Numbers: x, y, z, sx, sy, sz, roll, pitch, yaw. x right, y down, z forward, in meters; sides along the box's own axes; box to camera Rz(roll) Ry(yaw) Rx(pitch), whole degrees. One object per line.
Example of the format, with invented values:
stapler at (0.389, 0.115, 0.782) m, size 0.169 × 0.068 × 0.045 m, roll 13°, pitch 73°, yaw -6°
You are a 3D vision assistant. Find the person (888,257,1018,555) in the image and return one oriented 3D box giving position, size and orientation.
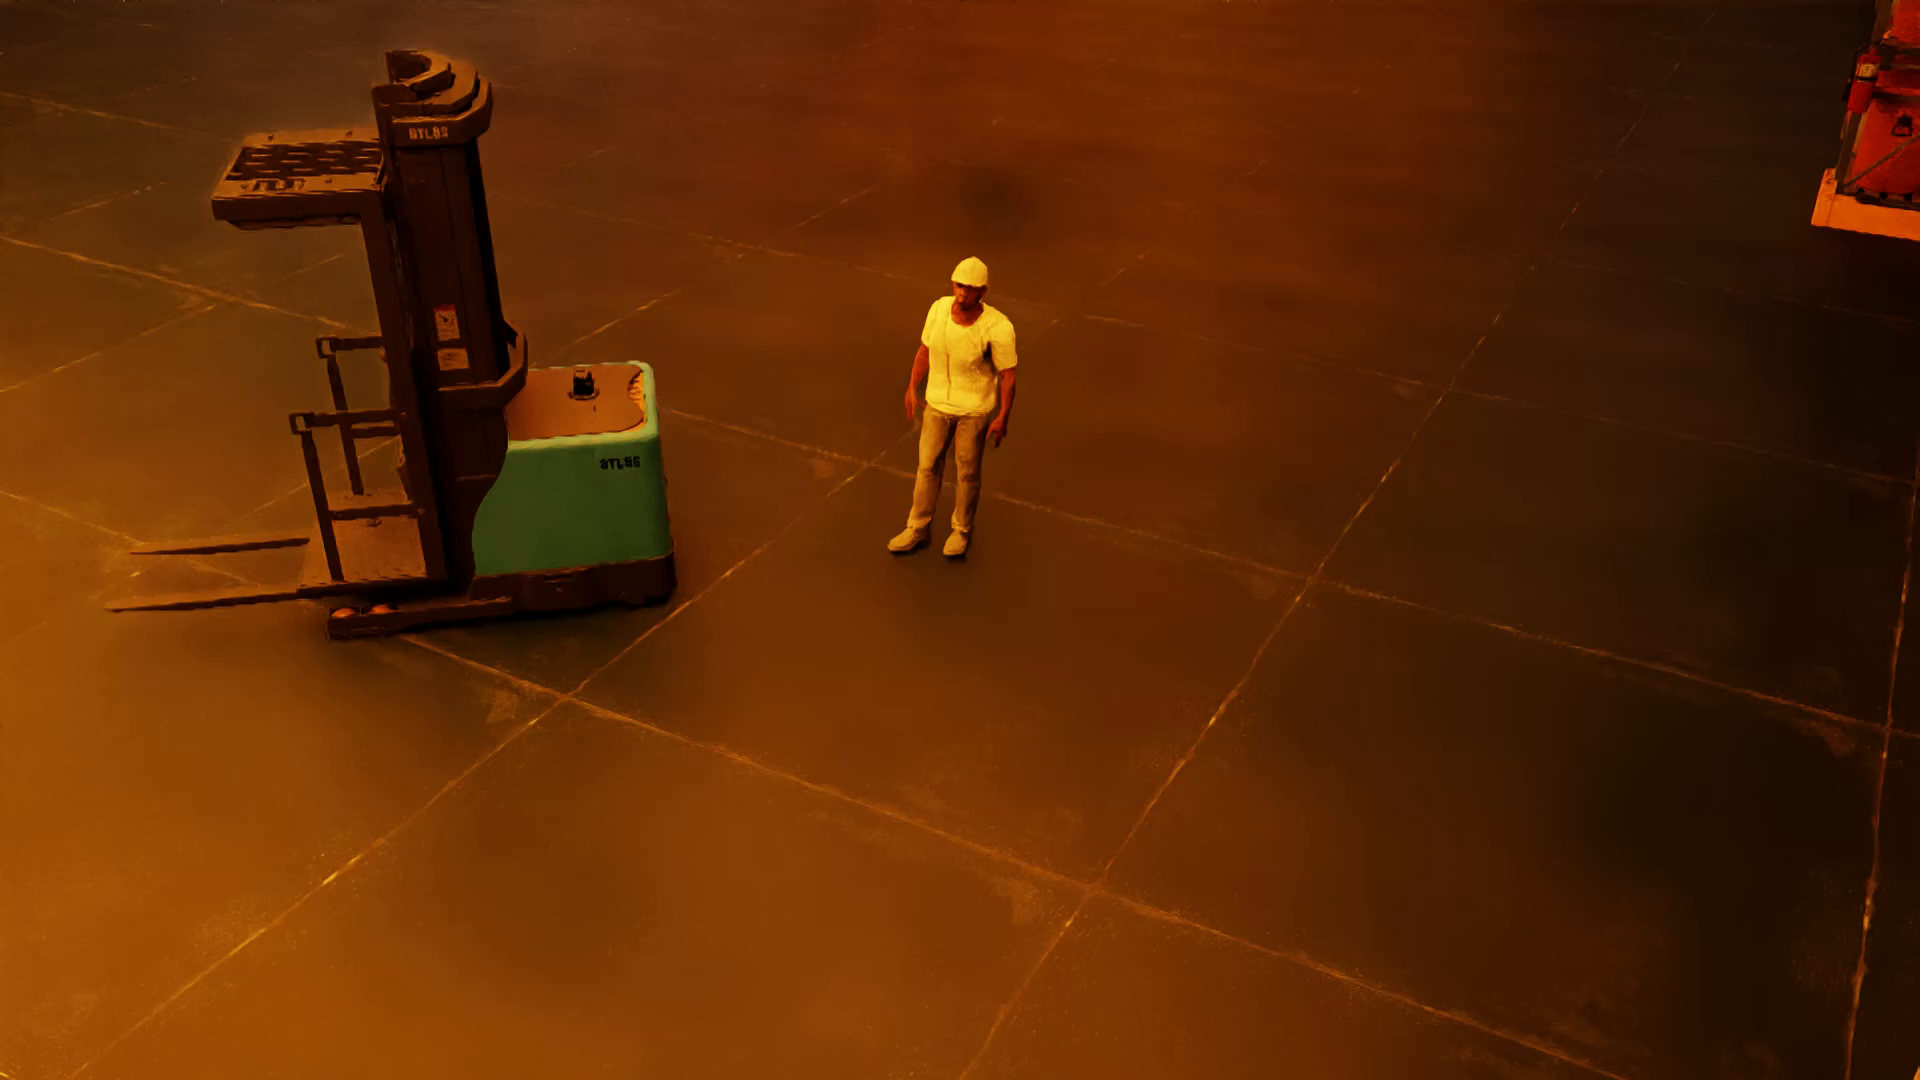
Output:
person at (-0.038, -0.742, 9.507) m, size 0.665 × 1.766 × 0.576 m, roll 15°, pitch 33°, yaw 25°

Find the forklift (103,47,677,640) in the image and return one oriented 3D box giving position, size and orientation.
forklift at (-3.172, -1.015, 8.829) m, size 3.031 × 2.935 × 1.130 m, roll -6°, pitch 30°, yaw -10°
